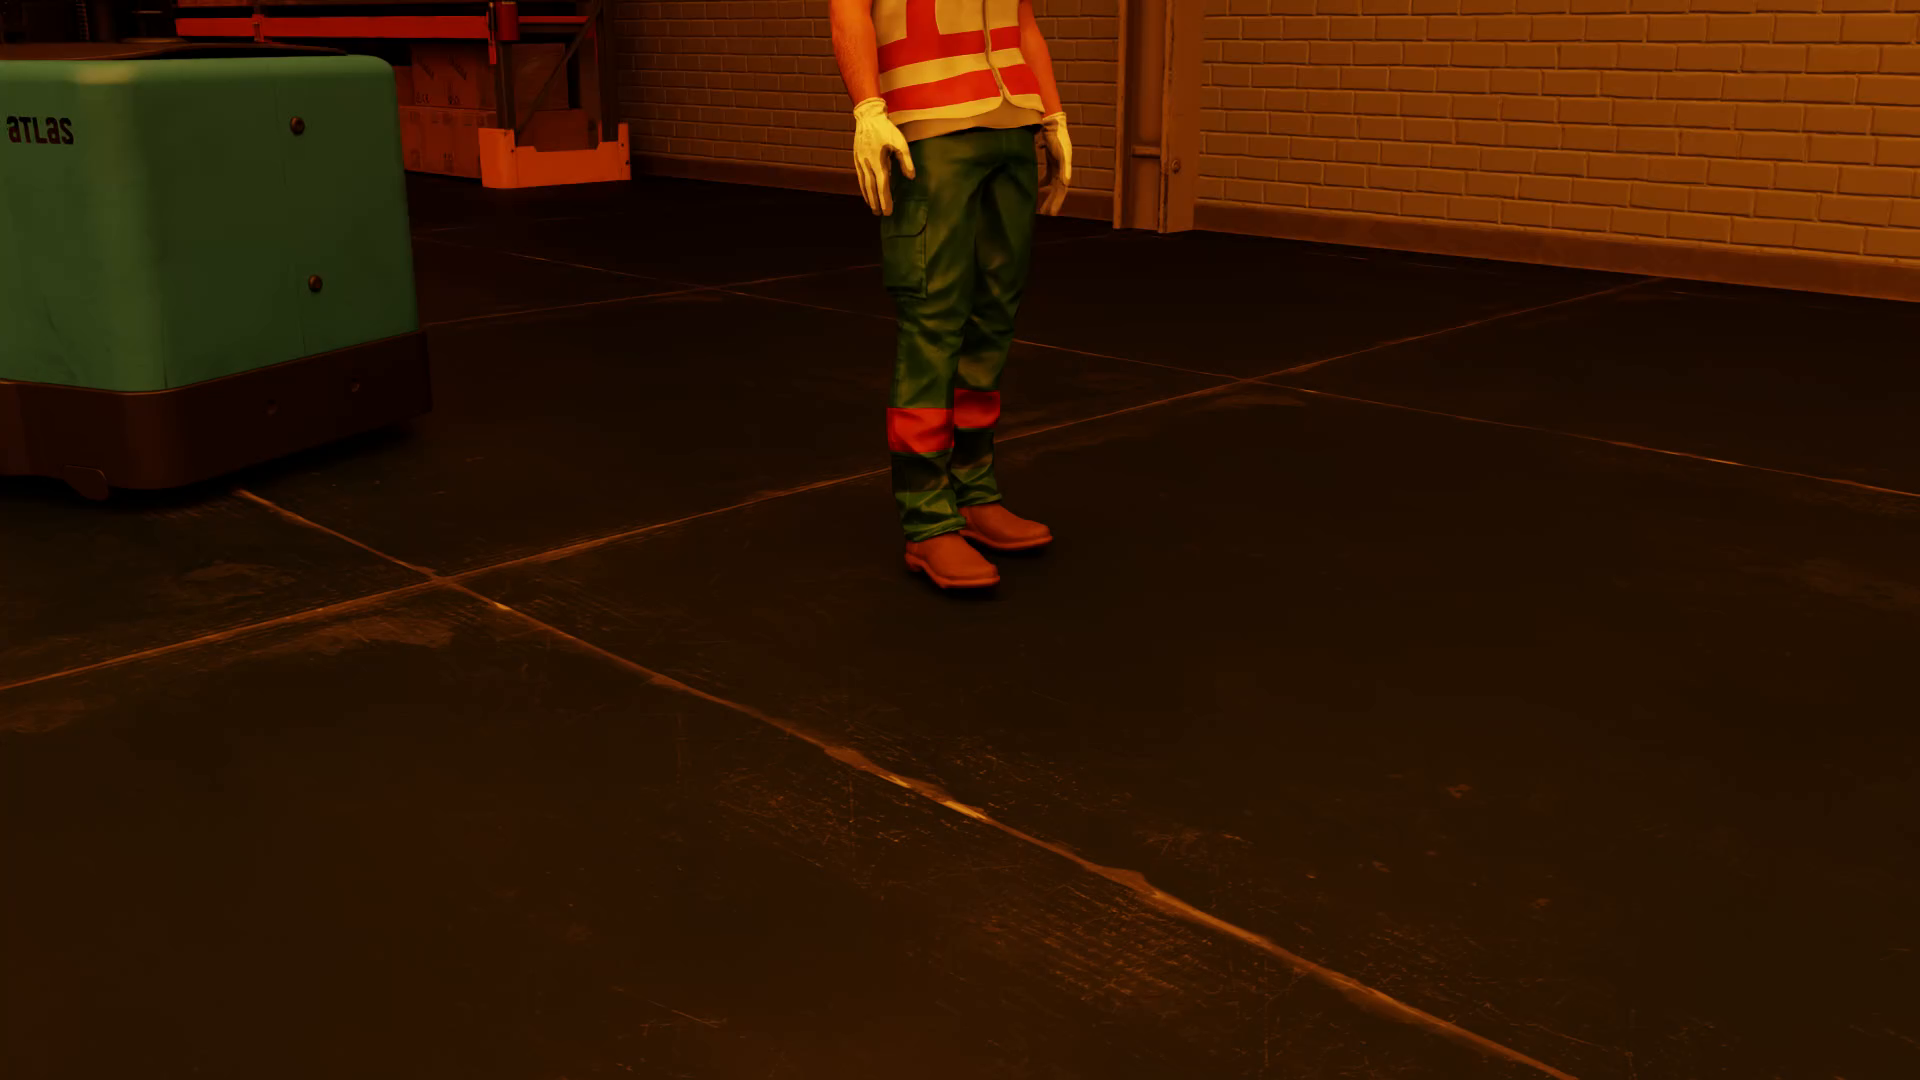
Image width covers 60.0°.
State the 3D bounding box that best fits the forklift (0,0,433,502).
[{"bbox_3d":[-3.117,-1.759,4.625,3.031,2.935,1.130,7,19,22],"label":"forklift"}]

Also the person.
[{"bbox_3d":[0.050,-0.842,3.568,0.562,1.789,0.638,16,23,42],"label":"person"}]
